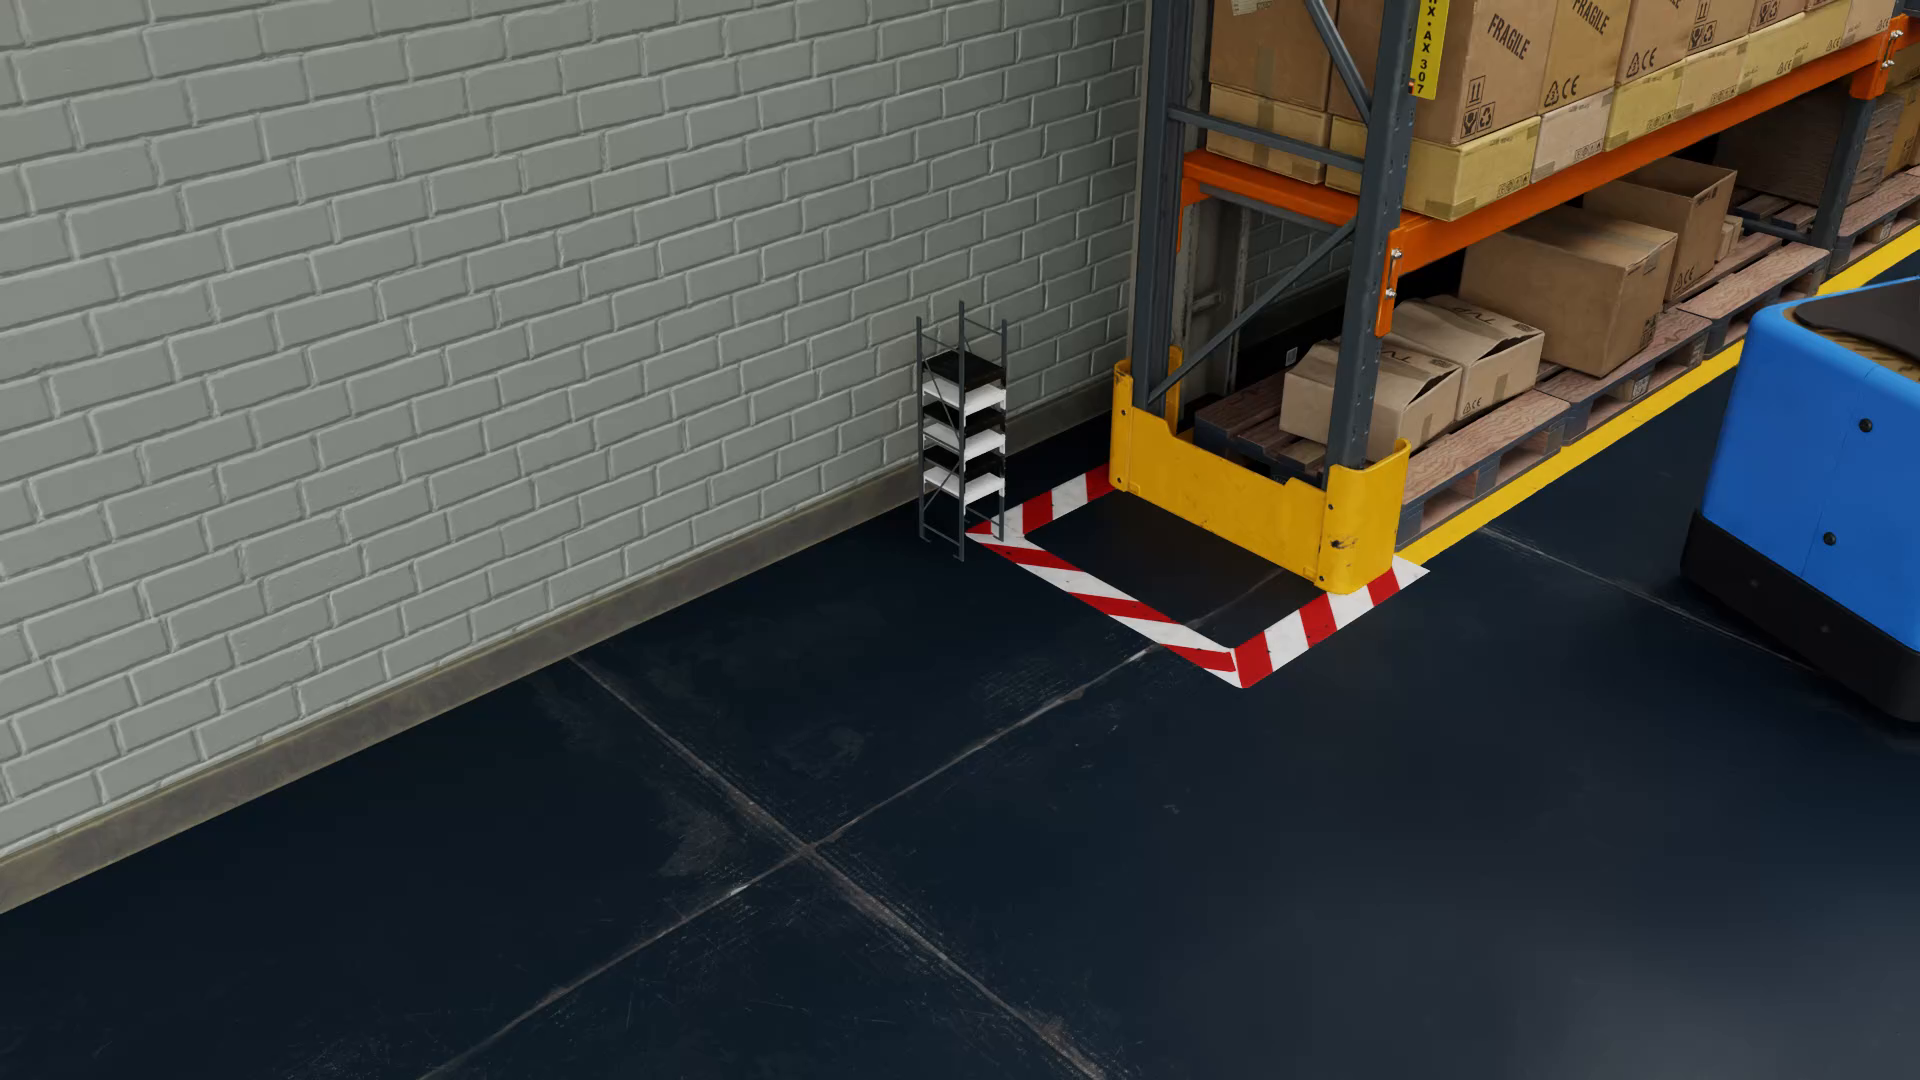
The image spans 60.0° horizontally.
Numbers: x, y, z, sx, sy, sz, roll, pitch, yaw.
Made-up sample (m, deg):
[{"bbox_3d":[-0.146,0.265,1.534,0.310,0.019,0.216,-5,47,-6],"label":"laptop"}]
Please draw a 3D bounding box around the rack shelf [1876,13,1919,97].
[{"bbox_3d":[5.432,-3.149,9.214,4.000,0.370,1.077,-26,40,-35],"label":"rack shelf"}]

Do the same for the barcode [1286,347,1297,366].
[{"bbox_3d":[1.343,-0.743,6.736,0.075,0.075,0.001,-26,40,-35],"label":"barcode"}]

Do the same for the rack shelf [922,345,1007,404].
[{"bbox_3d":[0.006,-0.589,5.896,0.200,0.077,0.258,-26,40,-35],"label":"rack shelf"}]

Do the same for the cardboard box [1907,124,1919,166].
[{"bbox_3d":[5.241,-2.503,9.443,0.500,0.500,0.700,-25,40,-35],"label":"cardboard box"}]

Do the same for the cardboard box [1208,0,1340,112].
[{"bbox_3d":[1.234,-1.841,5.791,0.500,0.500,0.500,-26,40,-36],"label":"cardboard box"}]

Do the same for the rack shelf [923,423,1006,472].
[{"bbox_3d":[0.006,-0.358,6.037,0.200,0.077,0.258,-26,40,-35],"label":"rack shelf"}]

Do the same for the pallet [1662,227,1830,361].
[{"bbox_3d":[3.497,-1.305,8.182,1.213,0.211,1.003,-26,40,-35],"label":"pallet"}]

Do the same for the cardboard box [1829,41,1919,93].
[{"bbox_3d":[4.815,-2.613,8.903,0.500,0.250,0.500,-27,40,-36],"label":"cardboard box"}]

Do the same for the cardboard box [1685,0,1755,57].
[{"bbox_3d":[2.710,-2.187,6.356,0.500,0.500,0.500,-24,39,-34],"label":"cardboard box"}]

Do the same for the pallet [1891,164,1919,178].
[{"bbox_3d":[5.431,-2.269,9.758,1.213,0.211,1.003,-26,40,-35],"label":"pallet"}]

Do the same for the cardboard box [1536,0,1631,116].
[{"bbox_3d":[1.956,-1.818,5.754,0.500,0.500,0.500,-26,40,-35],"label":"cardboard box"}]

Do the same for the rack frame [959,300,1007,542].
[{"bbox_3d":[0.080,-0.423,6.079,0.006,0.900,0.240,-26,40,-35],"label":"rack frame"}]

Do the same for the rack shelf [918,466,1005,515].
[{"bbox_3d":[0.006,-0.205,6.131,0.200,0.077,0.258,-26,40,-35],"label":"rack shelf"}]

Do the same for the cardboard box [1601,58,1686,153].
[{"bbox_3d":[2.355,-1.692,6.266,0.500,0.250,0.500,-27,40,-36],"label":"cardboard box"}]

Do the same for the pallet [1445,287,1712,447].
[{"bbox_3d":[2.602,-0.870,7.471,1.213,0.211,1.003,-26,40,-35],"label":"pallet"}]

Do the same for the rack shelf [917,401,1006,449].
[{"bbox_3d":[0.006,-0.435,5.990,0.200,0.077,0.258,-26,40,-35],"label":"rack shelf"}]

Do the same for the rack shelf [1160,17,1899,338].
[{"bbox_3d":[2.499,-1.730,6.894,4.000,0.370,1.077,-26,40,-35],"label":"rack shelf"}]

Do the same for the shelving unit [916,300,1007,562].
[{"bbox_3d":[0.006,-0.387,6.020,0.210,0.900,0.258,-26,40,-35],"label":"shelving unit"}]

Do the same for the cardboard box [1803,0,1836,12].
[{"bbox_3d":[3.467,-2.546,6.944,0.500,0.500,0.500,-26,40,-36],"label":"cardboard box"}]

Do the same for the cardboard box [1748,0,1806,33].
[{"bbox_3d":[3.091,-2.371,6.659,0.500,0.500,0.500,-27,41,-37],"label":"cardboard box"}]

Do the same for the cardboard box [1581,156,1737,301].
[{"bbox_3d":[3.232,-1.484,7.777,0.500,0.500,0.500,26,40,35],"label":"cardboard box"}]

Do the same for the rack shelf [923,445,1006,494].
[{"bbox_3d":[0.006,-0.282,6.084,0.200,0.077,0.258,-26,40,-35],"label":"rack shelf"}]

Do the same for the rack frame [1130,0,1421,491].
[{"bbox_3d":[1.033,-1.328,5.546,0.127,3.000,1.000,-26,40,-35],"label":"rack frame"}]

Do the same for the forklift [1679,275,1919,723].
[{"bbox_3d":[4.137,-1.159,5.336,3.031,2.935,1.130,-12,34,-19],"label":"forklift"}]

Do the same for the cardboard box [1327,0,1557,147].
[{"bbox_3d":[1.587,-1.647,5.473,0.500,0.500,0.500,-26,40,-35],"label":"cardboard box"}]

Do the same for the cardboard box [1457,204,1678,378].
[{"bbox_3d":[2.591,-1.103,7.154,0.700,0.500,0.500,26,40,36],"label":"cardboard box"}]

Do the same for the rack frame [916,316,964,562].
[{"bbox_3d":[-0.069,-0.351,5.961,0.006,0.900,0.240,-26,40,-35],"label":"rack frame"}]

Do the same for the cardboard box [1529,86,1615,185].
[{"bbox_3d":[1.977,-1.514,5.975,0.500,0.250,0.500,-27,41,-37],"label":"cardboard box"}]

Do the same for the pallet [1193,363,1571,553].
[{"bbox_3d":[1.708,-0.440,6.767,1.213,0.211,1.003,-26,40,-35],"label":"pallet"}]

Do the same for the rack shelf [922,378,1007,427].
[{"bbox_3d":[0.006,-0.512,5.943,0.200,0.077,0.258,-26,40,-35],"label":"rack shelf"}]

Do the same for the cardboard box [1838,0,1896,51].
[{"bbox_3d":[3.825,-2.407,7.436,0.500,0.250,0.500,-26,40,-35],"label":"cardboard box"}]

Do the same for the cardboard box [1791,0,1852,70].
[{"bbox_3d":[3.454,-2.234,7.152,0.500,0.250,0.500,-26,40,-35],"label":"cardboard box"}]

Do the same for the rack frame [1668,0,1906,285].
[{"bbox_3d":[3.966,-2.747,7.866,0.127,3.000,1.000,-26,40,-35],"label":"rack frame"}]

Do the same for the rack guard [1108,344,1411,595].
[{"bbox_3d":[1.088,-0.288,6.242,0.348,0.500,1.175,-26,40,-35],"label":"rack guard"}]

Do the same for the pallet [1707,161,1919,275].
[{"bbox_3d":[4.536,-1.834,9.046,1.213,0.211,1.003,-26,40,-35],"label":"pallet"}]

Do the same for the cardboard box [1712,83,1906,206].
[{"bbox_3d":[4.494,-2.135,8.841,0.500,0.500,0.700,-24,39,-34],"label":"cardboard box"}]

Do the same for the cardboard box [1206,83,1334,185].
[{"bbox_3d":[1.244,-1.512,5.973,0.500,0.250,0.500,-25,39,-35],"label":"cardboard box"}]

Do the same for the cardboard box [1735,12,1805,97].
[{"bbox_3d":[3.095,-2.049,6.851,0.500,0.250,0.500,-26,40,-36],"label":"cardboard box"}]

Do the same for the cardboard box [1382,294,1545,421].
[{"bbox_3d":[2.019,-0.782,6.809,0.500,0.311,0.500,-22,38,-32],"label":"cardboard box"}]

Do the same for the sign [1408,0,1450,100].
[{"bbox_3d":[1.402,-1.490,4.981,0.005,0.325,0.100,-26,40,-35],"label":"sign"}]

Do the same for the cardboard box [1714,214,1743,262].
[{"bbox_3d":[3.594,-1.524,8.162,0.380,0.166,0.250,23,38,33],"label":"cardboard box"}]

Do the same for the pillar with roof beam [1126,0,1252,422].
[{"bbox_3d":[3.885,-2.820,2.235,0.400,9.000,9.100,-26,40,-35],"label":"pillar with roof beam"}]

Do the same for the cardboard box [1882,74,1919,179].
[{"bbox_3d":[4.839,-2.338,9.172,0.500,0.500,0.700,-27,40,-36],"label":"cardboard box"}]

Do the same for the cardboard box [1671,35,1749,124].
[{"bbox_3d":[2.727,-1.871,6.558,0.500,0.250,0.500,-25,40,-35],"label":"cardboard box"}]

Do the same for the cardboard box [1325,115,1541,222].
[{"bbox_3d":[1.606,-1.324,5.665,0.500,0.250,0.500,-27,41,-37],"label":"cardboard box"}]

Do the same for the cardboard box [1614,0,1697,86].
[{"bbox_3d":[2.339,-1.999,6.050,0.500,0.500,0.500,-27,41,-37],"label":"cardboard box"}]

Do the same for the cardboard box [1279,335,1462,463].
[{"bbox_3d":[1.601,-0.579,6.478,0.500,0.311,0.500,24,39,34],"label":"cardboard box"}]
